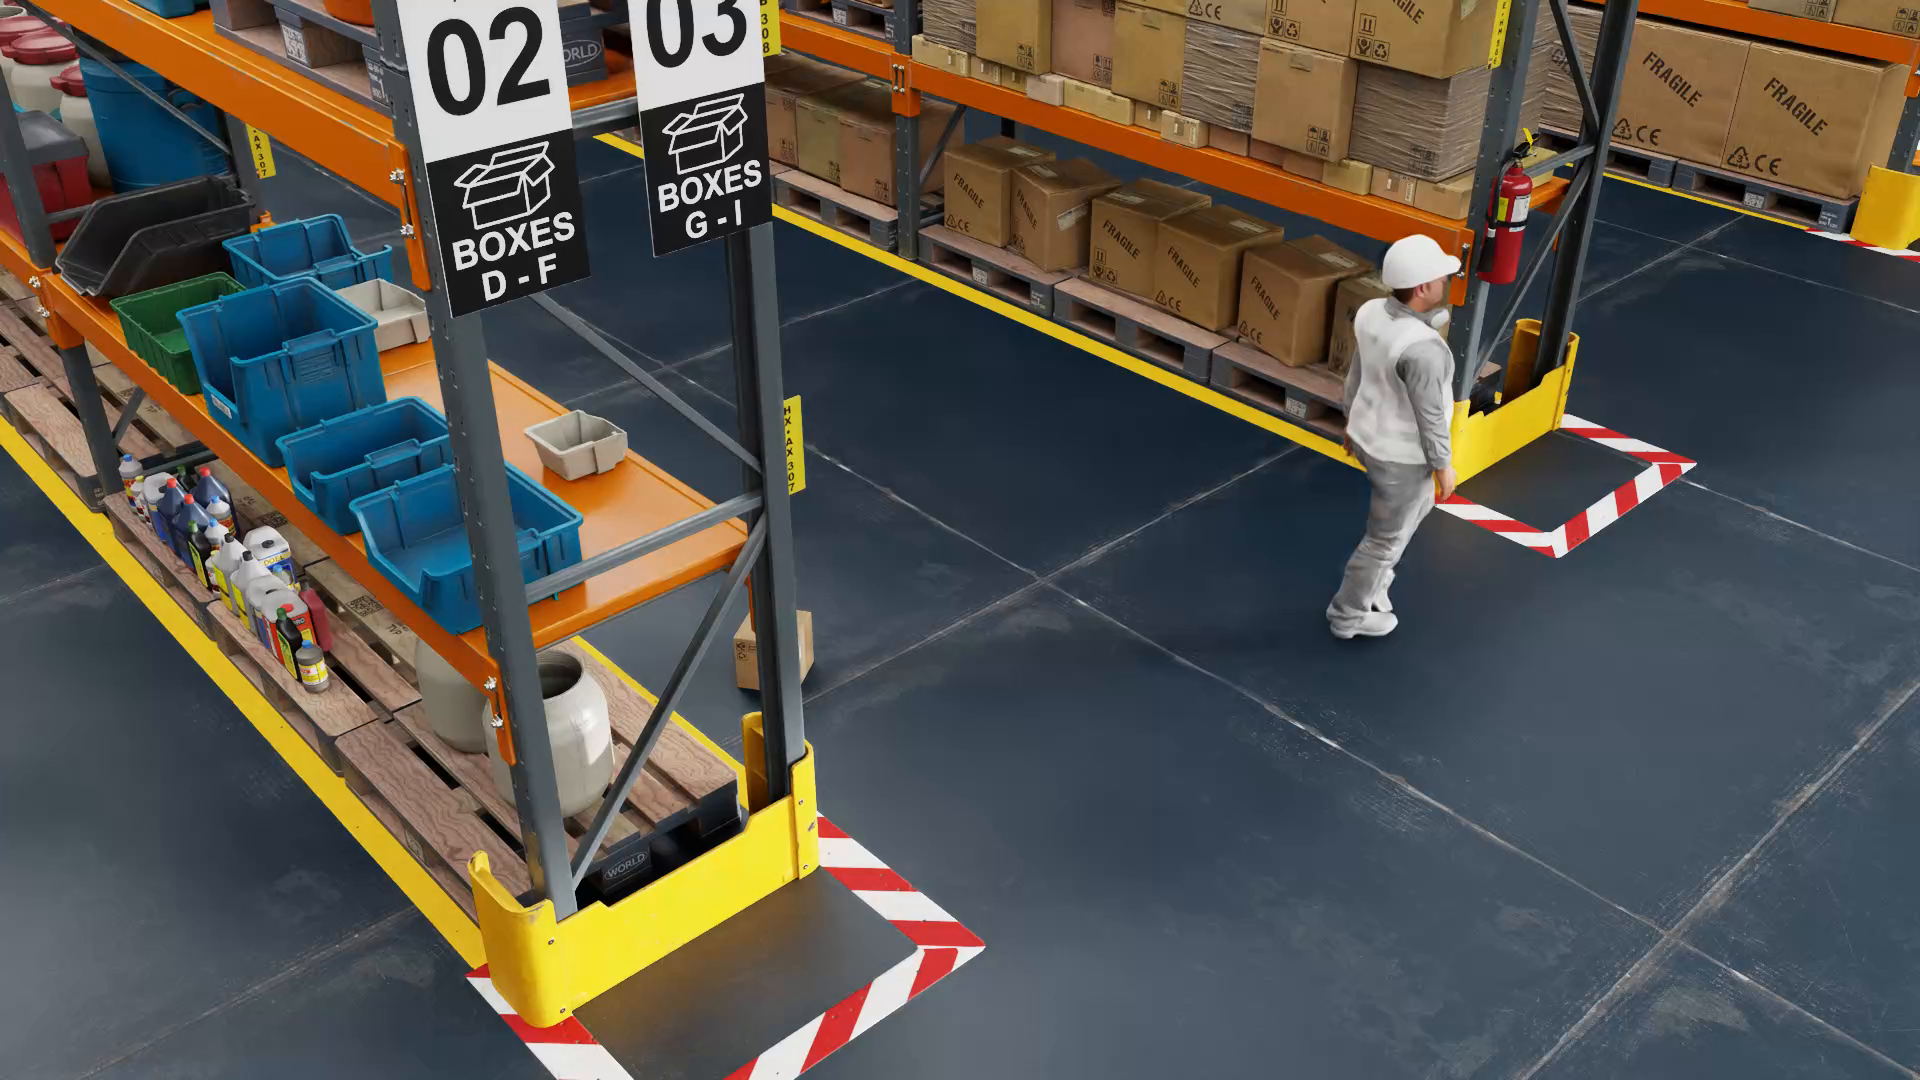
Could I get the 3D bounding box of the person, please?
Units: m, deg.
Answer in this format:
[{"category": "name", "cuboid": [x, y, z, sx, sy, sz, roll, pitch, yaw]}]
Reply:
[{"category": "person", "cuboid": [1.794, -0.366, 6.706, 0.504, 1.820, 0.568, -6, 32, -10]}]
